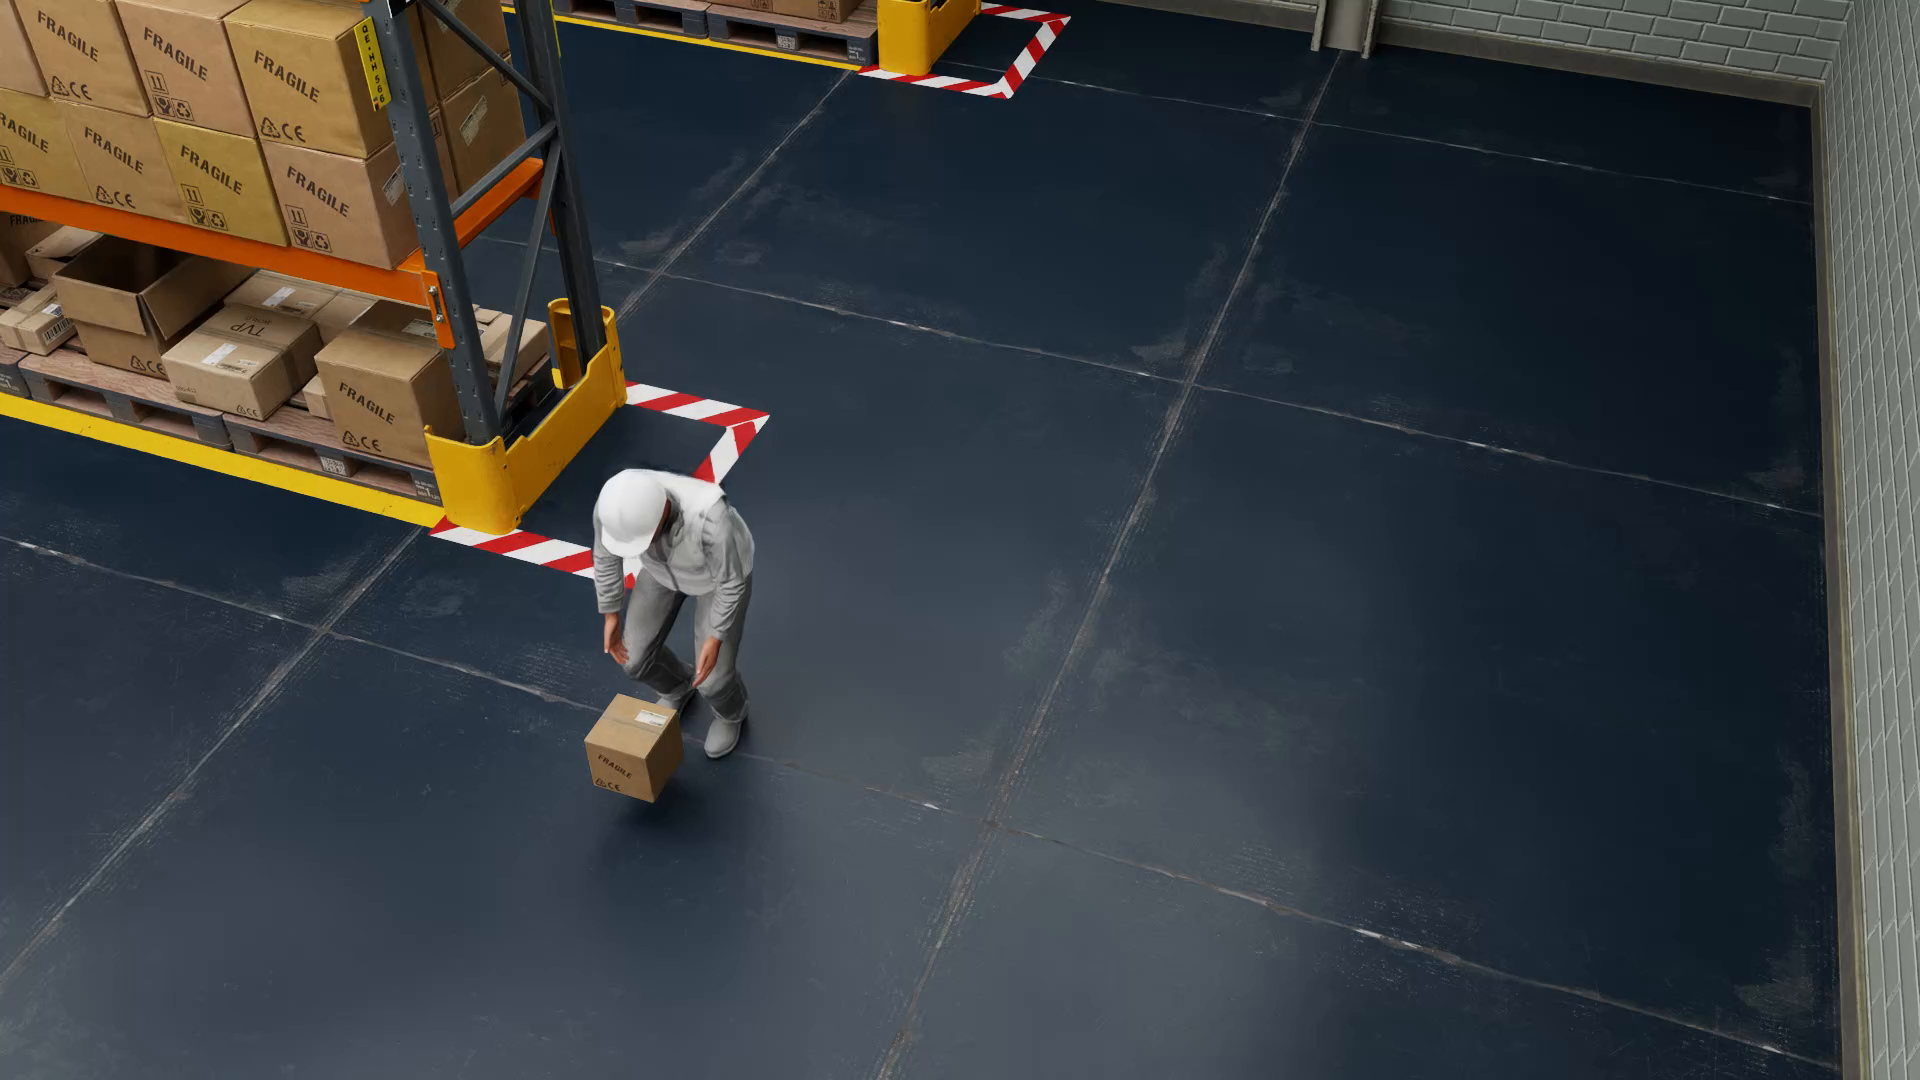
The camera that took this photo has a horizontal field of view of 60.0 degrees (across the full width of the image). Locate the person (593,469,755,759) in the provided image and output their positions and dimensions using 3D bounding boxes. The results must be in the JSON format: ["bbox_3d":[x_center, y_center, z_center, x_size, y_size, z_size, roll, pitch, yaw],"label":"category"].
[{"bbox_3d":[-1.021,0.203,6.135,0.591,1.479,0.733,14,43,15],"label":"person"}]
